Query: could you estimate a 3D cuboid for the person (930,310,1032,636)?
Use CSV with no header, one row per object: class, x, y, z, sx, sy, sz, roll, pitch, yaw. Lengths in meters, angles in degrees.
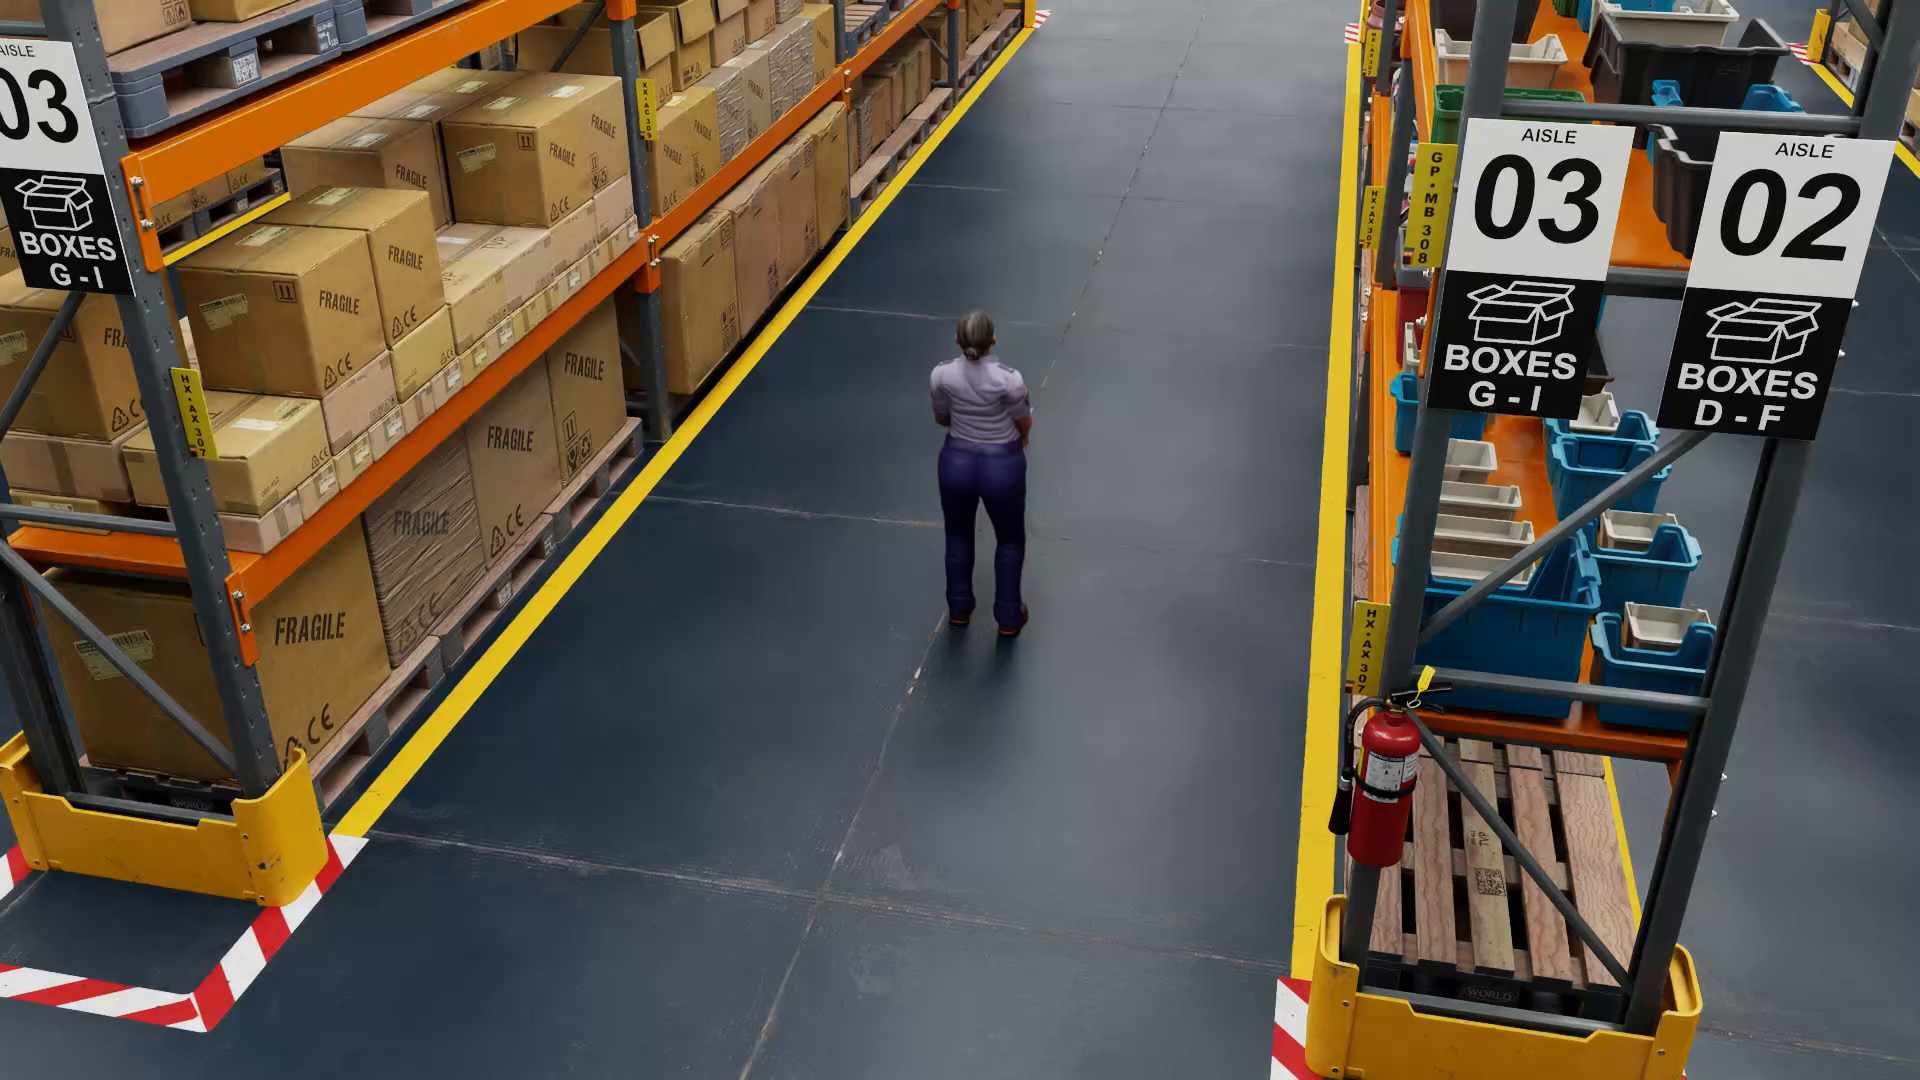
person,0.115,-0.350,7.776,0.455,1.641,0.512,7,30,12
